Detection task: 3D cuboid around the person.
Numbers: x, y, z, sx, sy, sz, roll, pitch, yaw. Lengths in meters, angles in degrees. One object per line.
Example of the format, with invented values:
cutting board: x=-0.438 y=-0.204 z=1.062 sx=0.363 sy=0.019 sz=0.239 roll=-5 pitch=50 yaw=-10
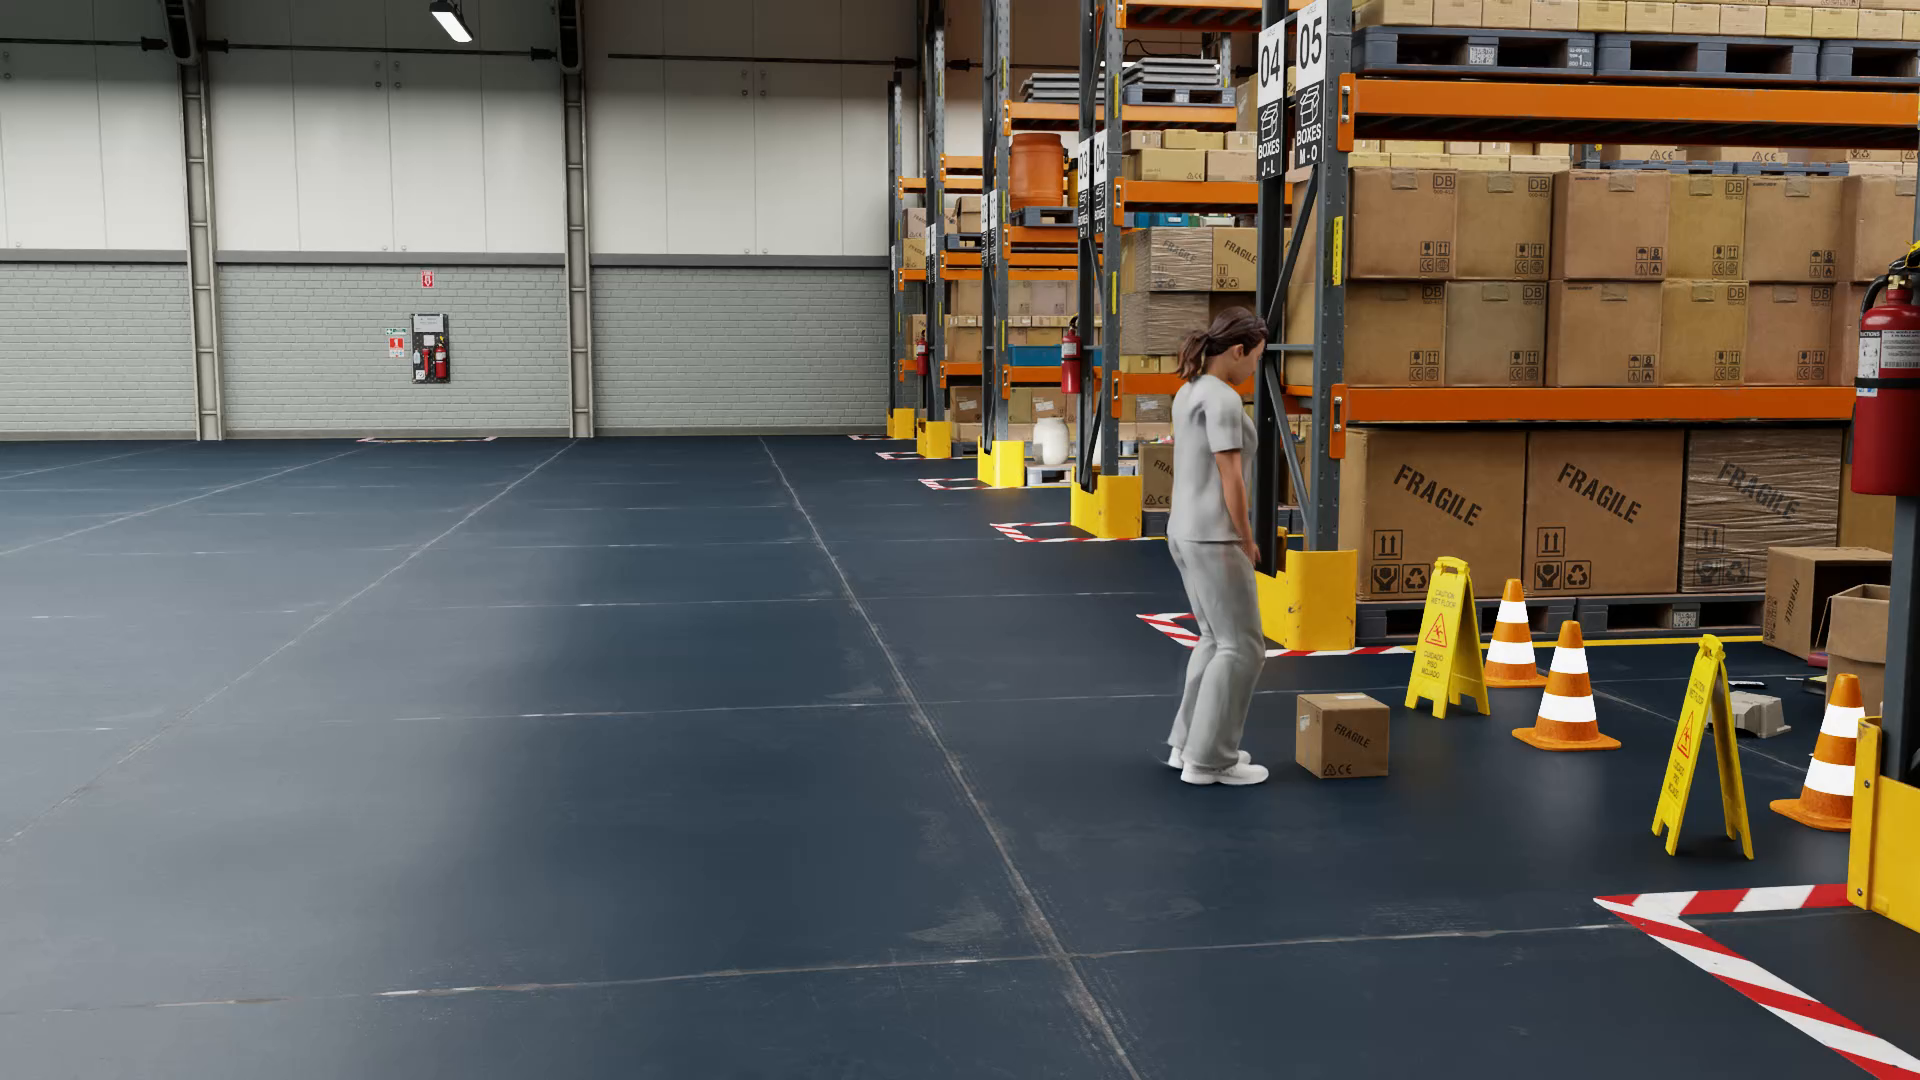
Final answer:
person: x=0.895 y=0.015 z=5.825 sx=0.347 sy=1.654 sz=0.453 roll=-1 pitch=7 yaw=-7
